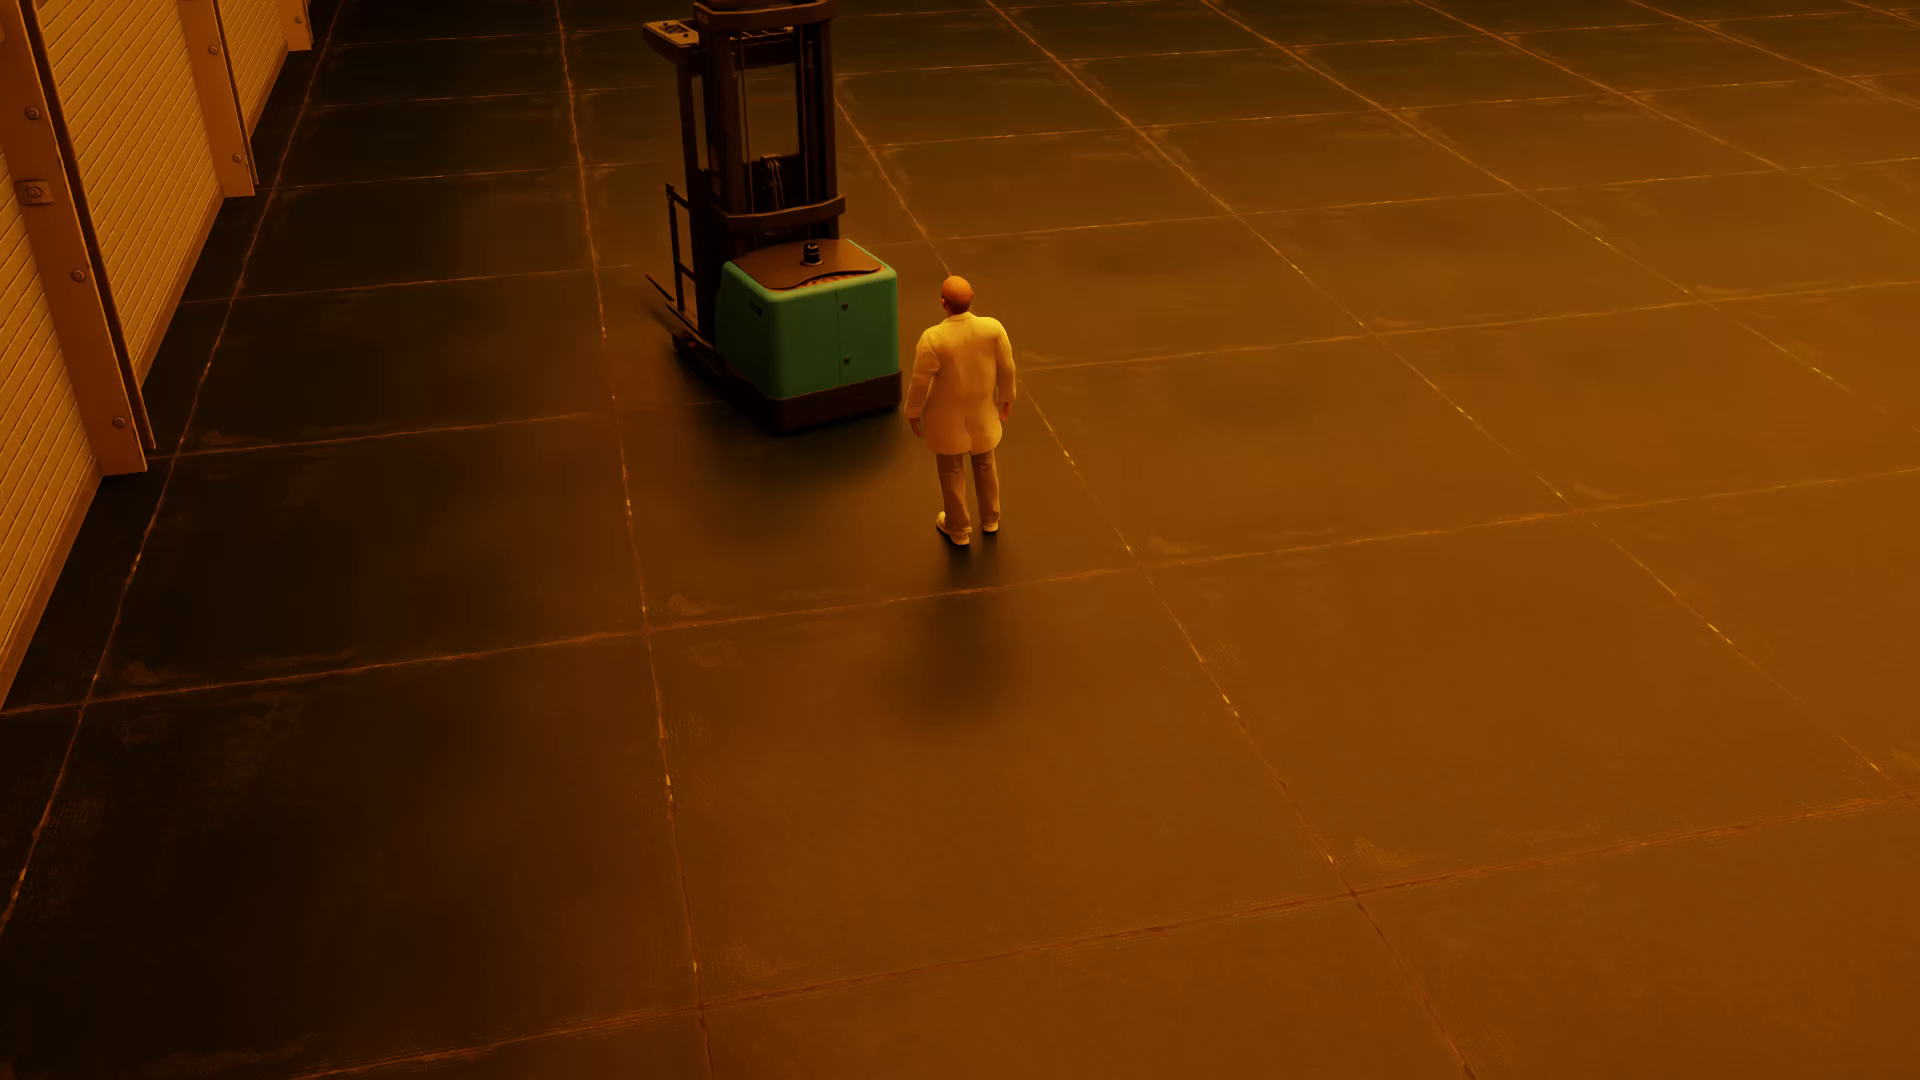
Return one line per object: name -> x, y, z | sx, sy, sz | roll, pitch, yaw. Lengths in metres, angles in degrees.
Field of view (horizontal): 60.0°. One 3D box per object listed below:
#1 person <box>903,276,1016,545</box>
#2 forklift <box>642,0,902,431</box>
person -> -0.016, -0.723, 10.184 | 0.696, 1.551, 0.581 | -7, 31, -12
forklift -> -1.592, -2.742, 12.311 | 1.130, 2.935, 3.031 | -16, 34, -25
